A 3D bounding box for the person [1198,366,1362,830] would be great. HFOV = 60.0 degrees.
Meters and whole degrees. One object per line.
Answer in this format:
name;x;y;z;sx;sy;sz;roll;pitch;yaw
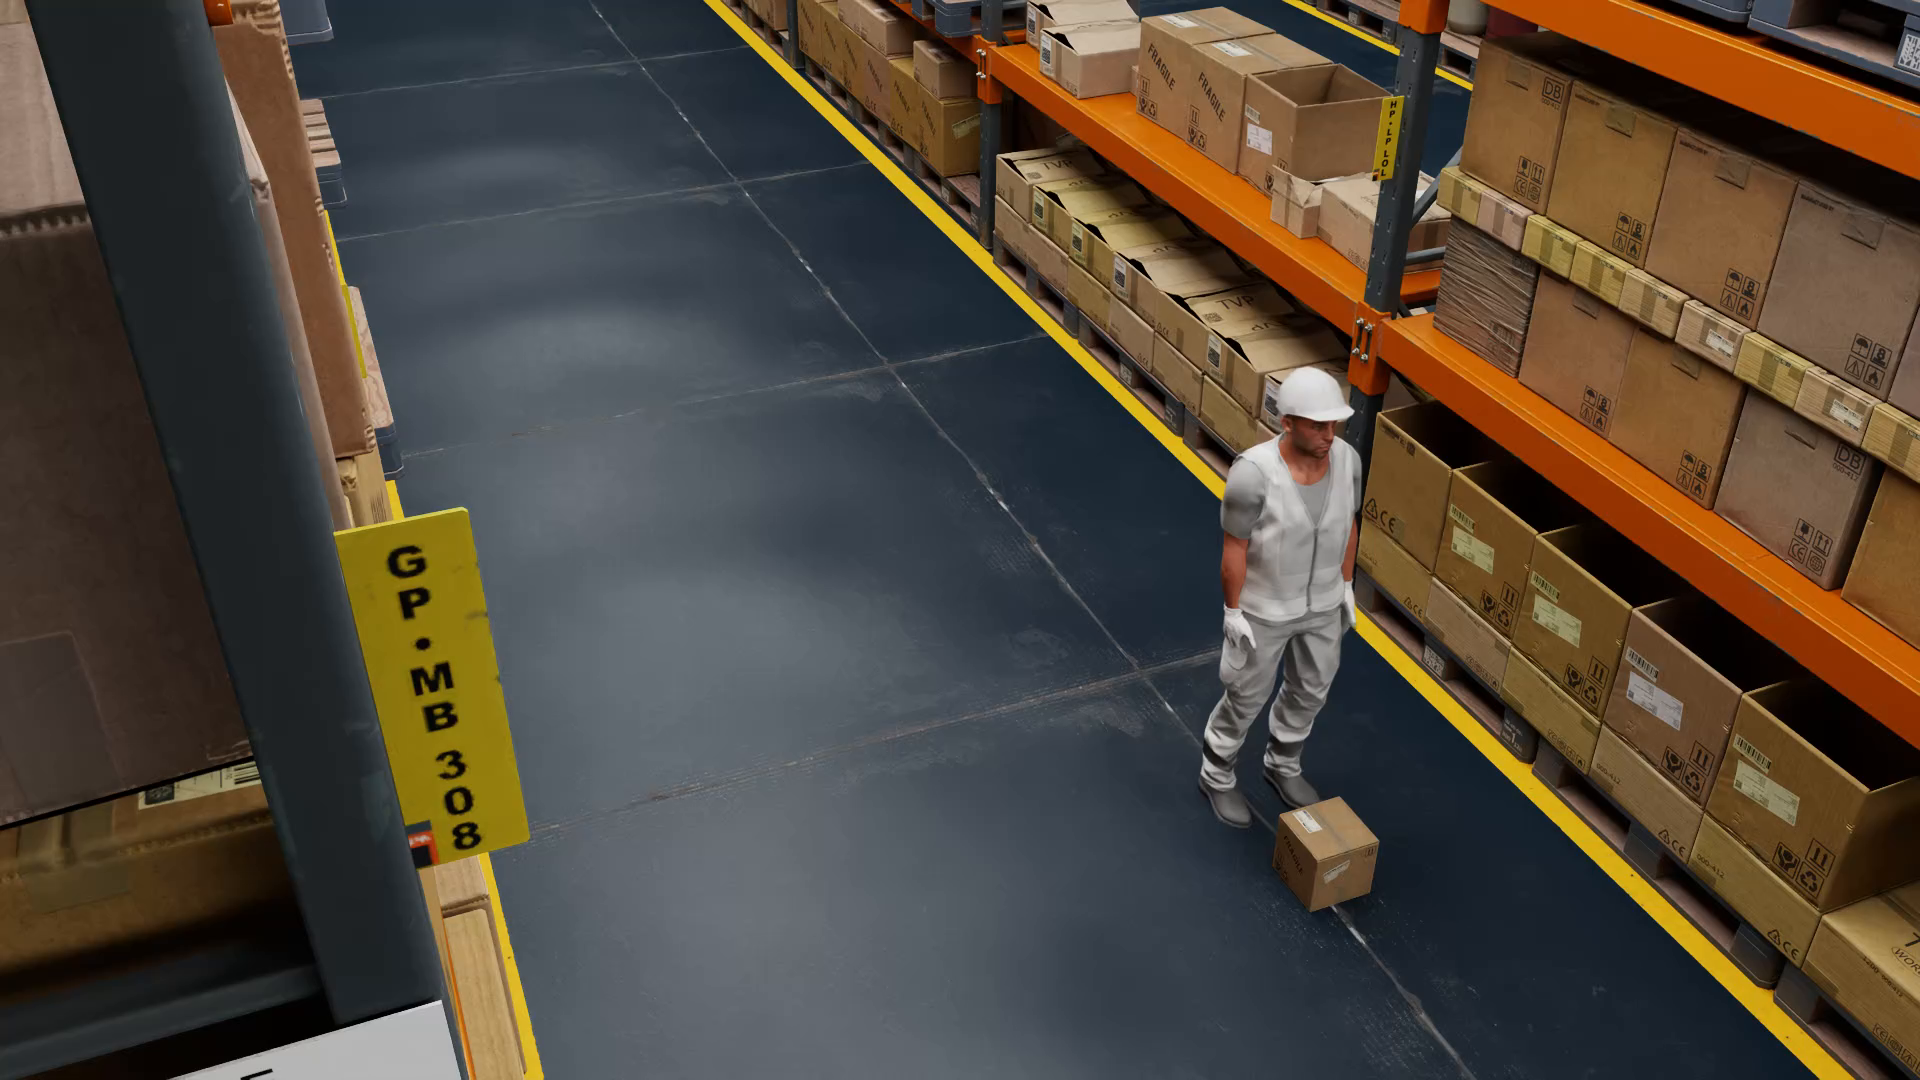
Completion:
person;1.141;0.225;5.791;0.524;1.799;0.350;-12;35;-18
